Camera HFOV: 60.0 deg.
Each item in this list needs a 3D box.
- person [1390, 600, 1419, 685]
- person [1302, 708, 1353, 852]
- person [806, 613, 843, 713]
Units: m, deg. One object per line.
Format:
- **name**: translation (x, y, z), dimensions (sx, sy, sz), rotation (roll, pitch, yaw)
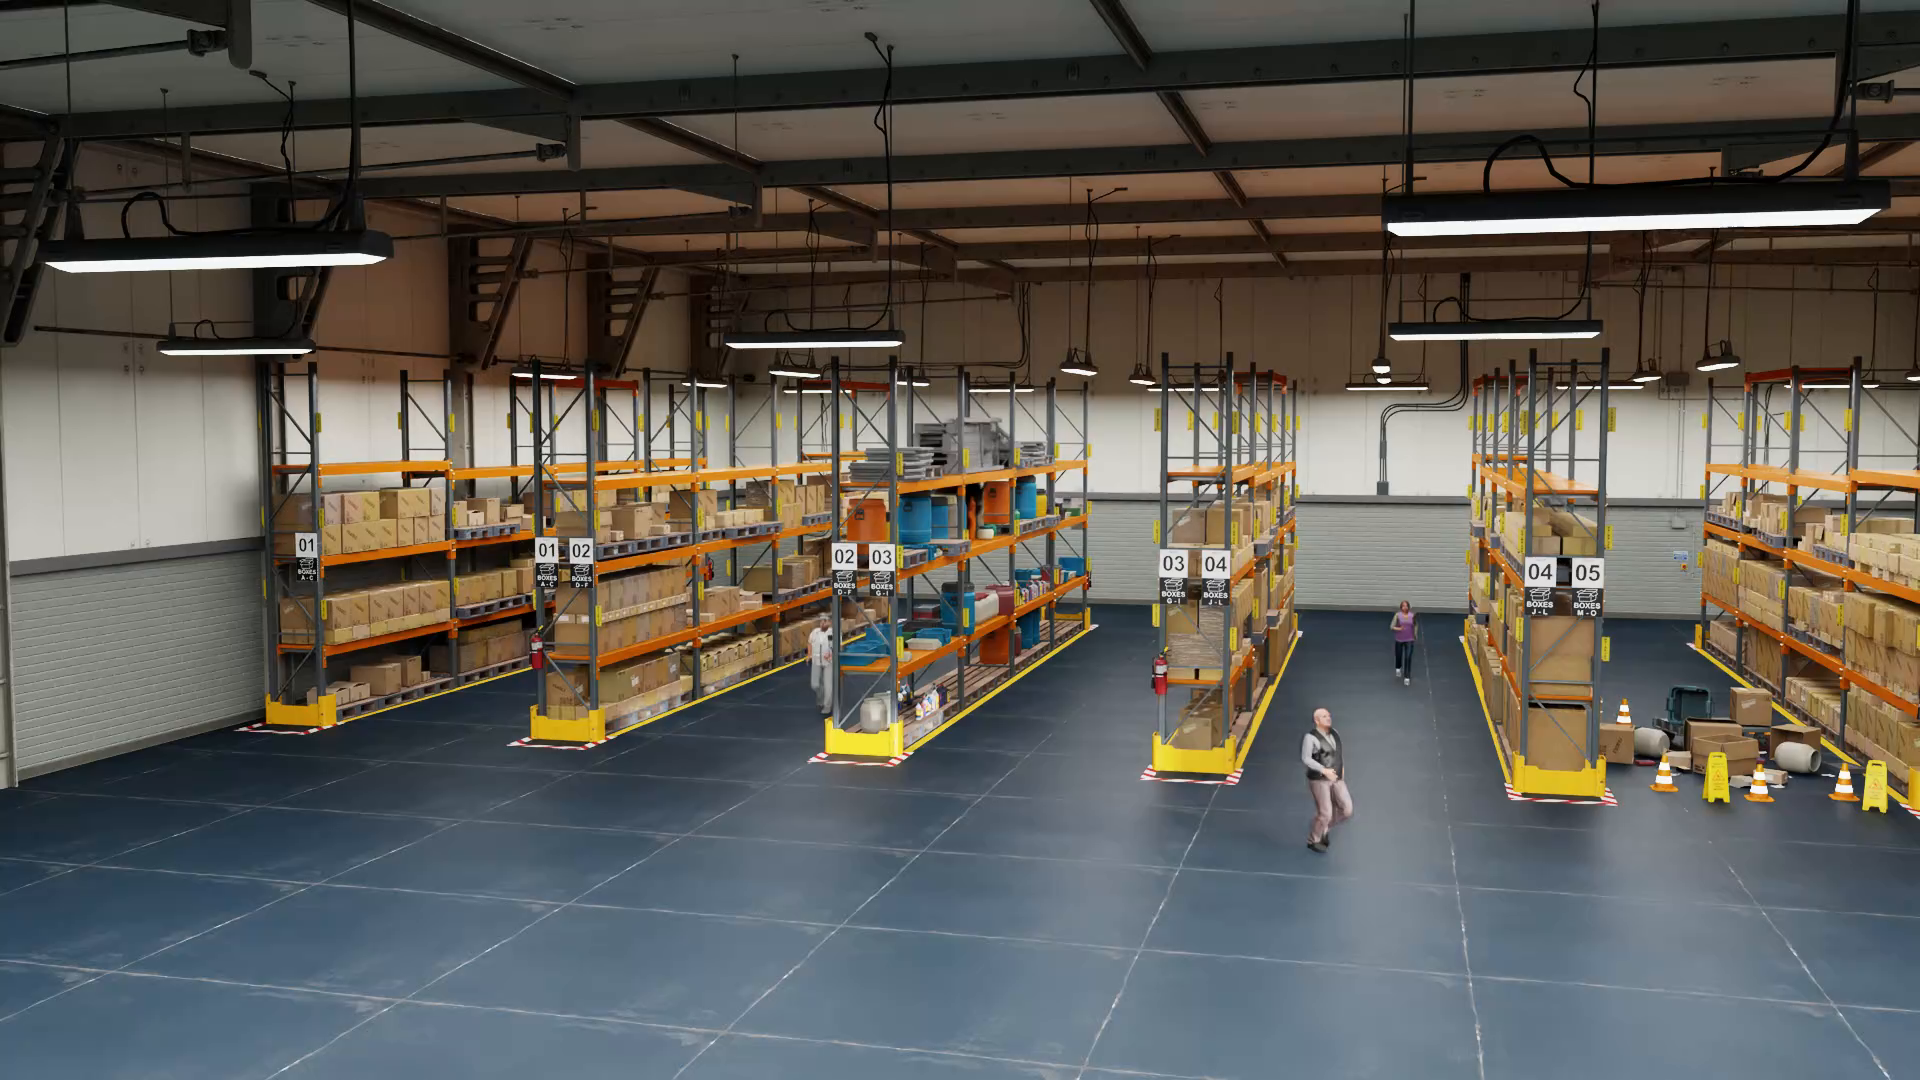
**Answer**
- **person**: translation (8.546, 1.945, 31.969), dimensions (0.543, 1.578, 0.876), rotation (1, 4, 10)
- **person**: translation (4.283, 2.799, 19.367), dimensions (0.672, 1.680, 0.551), rotation (-3, 5, -34)
- **person**: translation (-2.358, 2.117, 28.667), dimensions (0.665, 1.742, 0.593), rotation (1, 4, 10)
